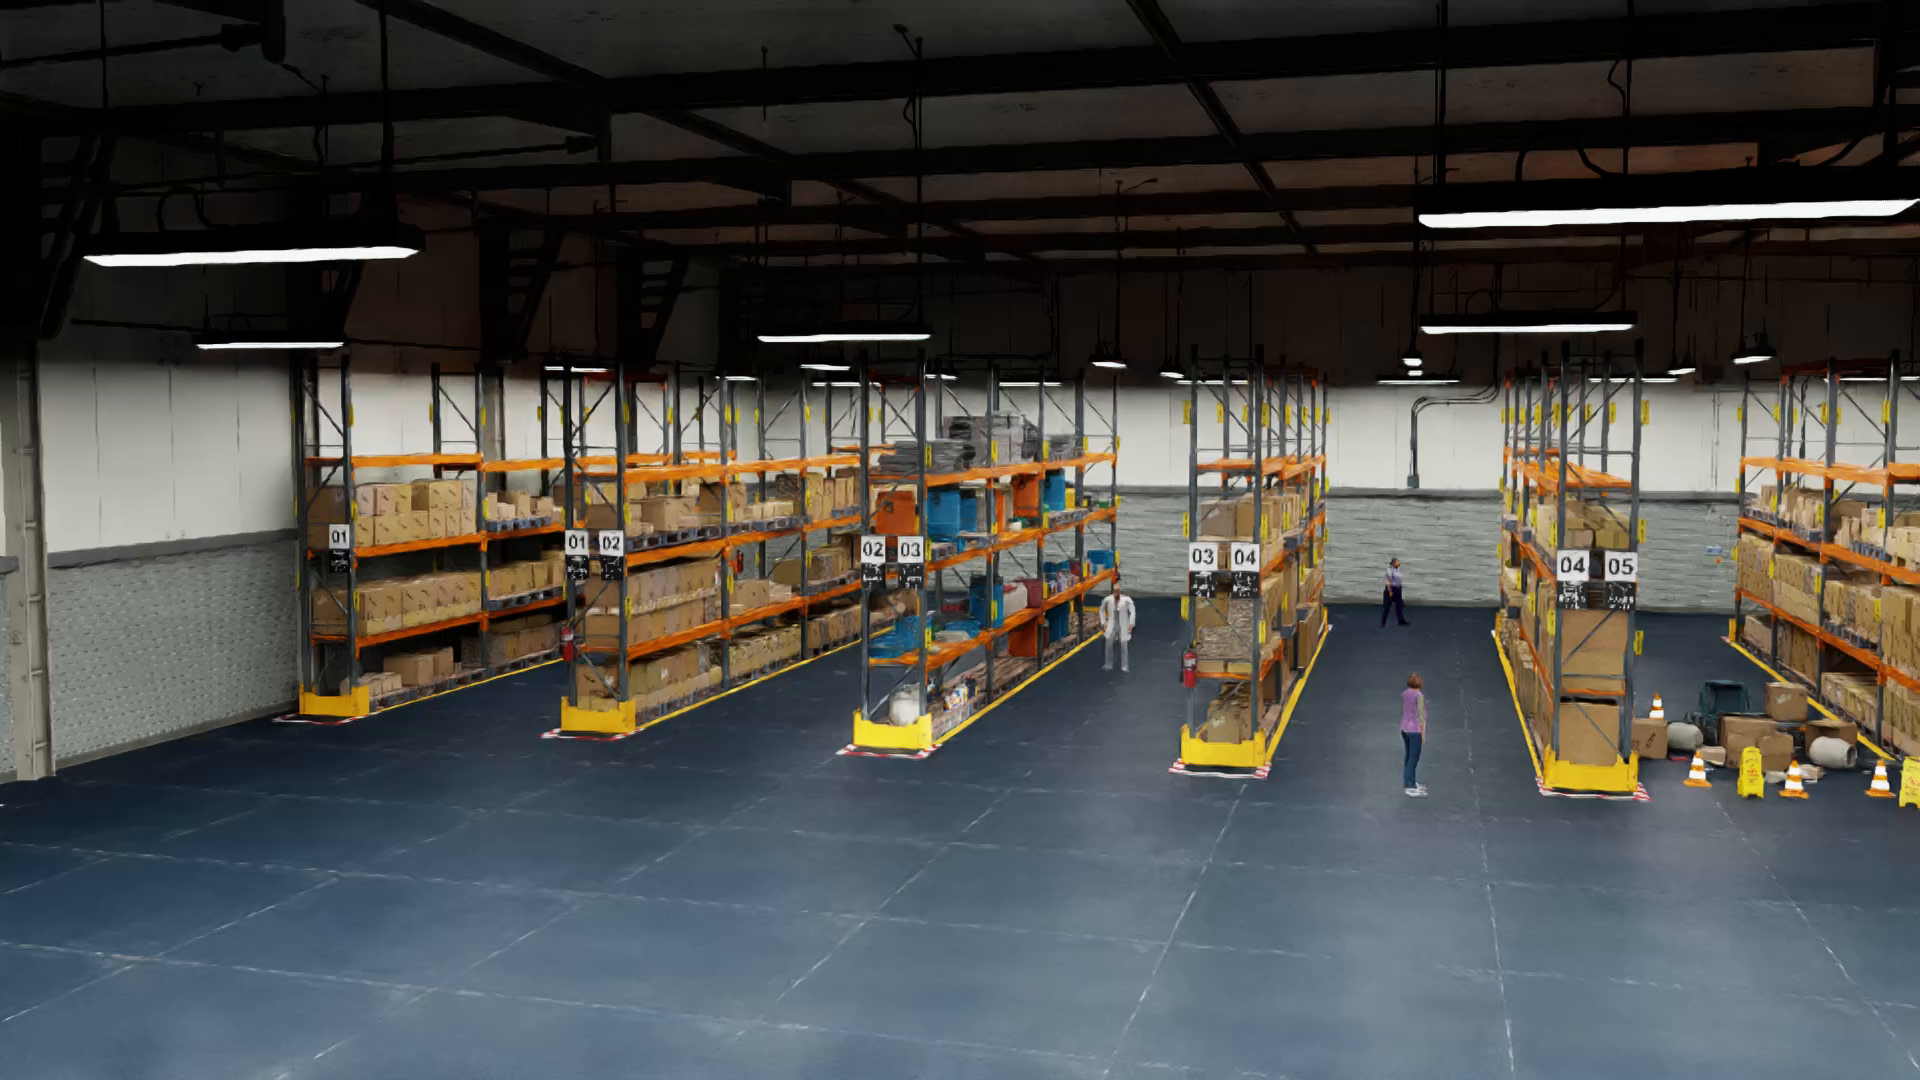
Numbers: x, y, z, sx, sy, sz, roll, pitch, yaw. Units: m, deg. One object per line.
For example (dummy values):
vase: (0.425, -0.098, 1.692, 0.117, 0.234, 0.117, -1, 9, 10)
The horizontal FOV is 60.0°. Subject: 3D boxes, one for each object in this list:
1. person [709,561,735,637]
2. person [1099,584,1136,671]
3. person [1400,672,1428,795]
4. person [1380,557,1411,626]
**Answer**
person: (-5.328, 1.331, 37.399, 0.565, 1.736, 1.045, 1, 4, 15)
person: (3.082, 1.703, 32.542, 0.729, 1.733, 0.546, 1, 4, 14)
person: (6.019, 2.542, 21.979, 0.405, 1.594, 0.468, -1, 4, -16)
person: (10.322, 1.212, 39.504, 0.717, 1.640, 0.528, -4, 6, -42)
